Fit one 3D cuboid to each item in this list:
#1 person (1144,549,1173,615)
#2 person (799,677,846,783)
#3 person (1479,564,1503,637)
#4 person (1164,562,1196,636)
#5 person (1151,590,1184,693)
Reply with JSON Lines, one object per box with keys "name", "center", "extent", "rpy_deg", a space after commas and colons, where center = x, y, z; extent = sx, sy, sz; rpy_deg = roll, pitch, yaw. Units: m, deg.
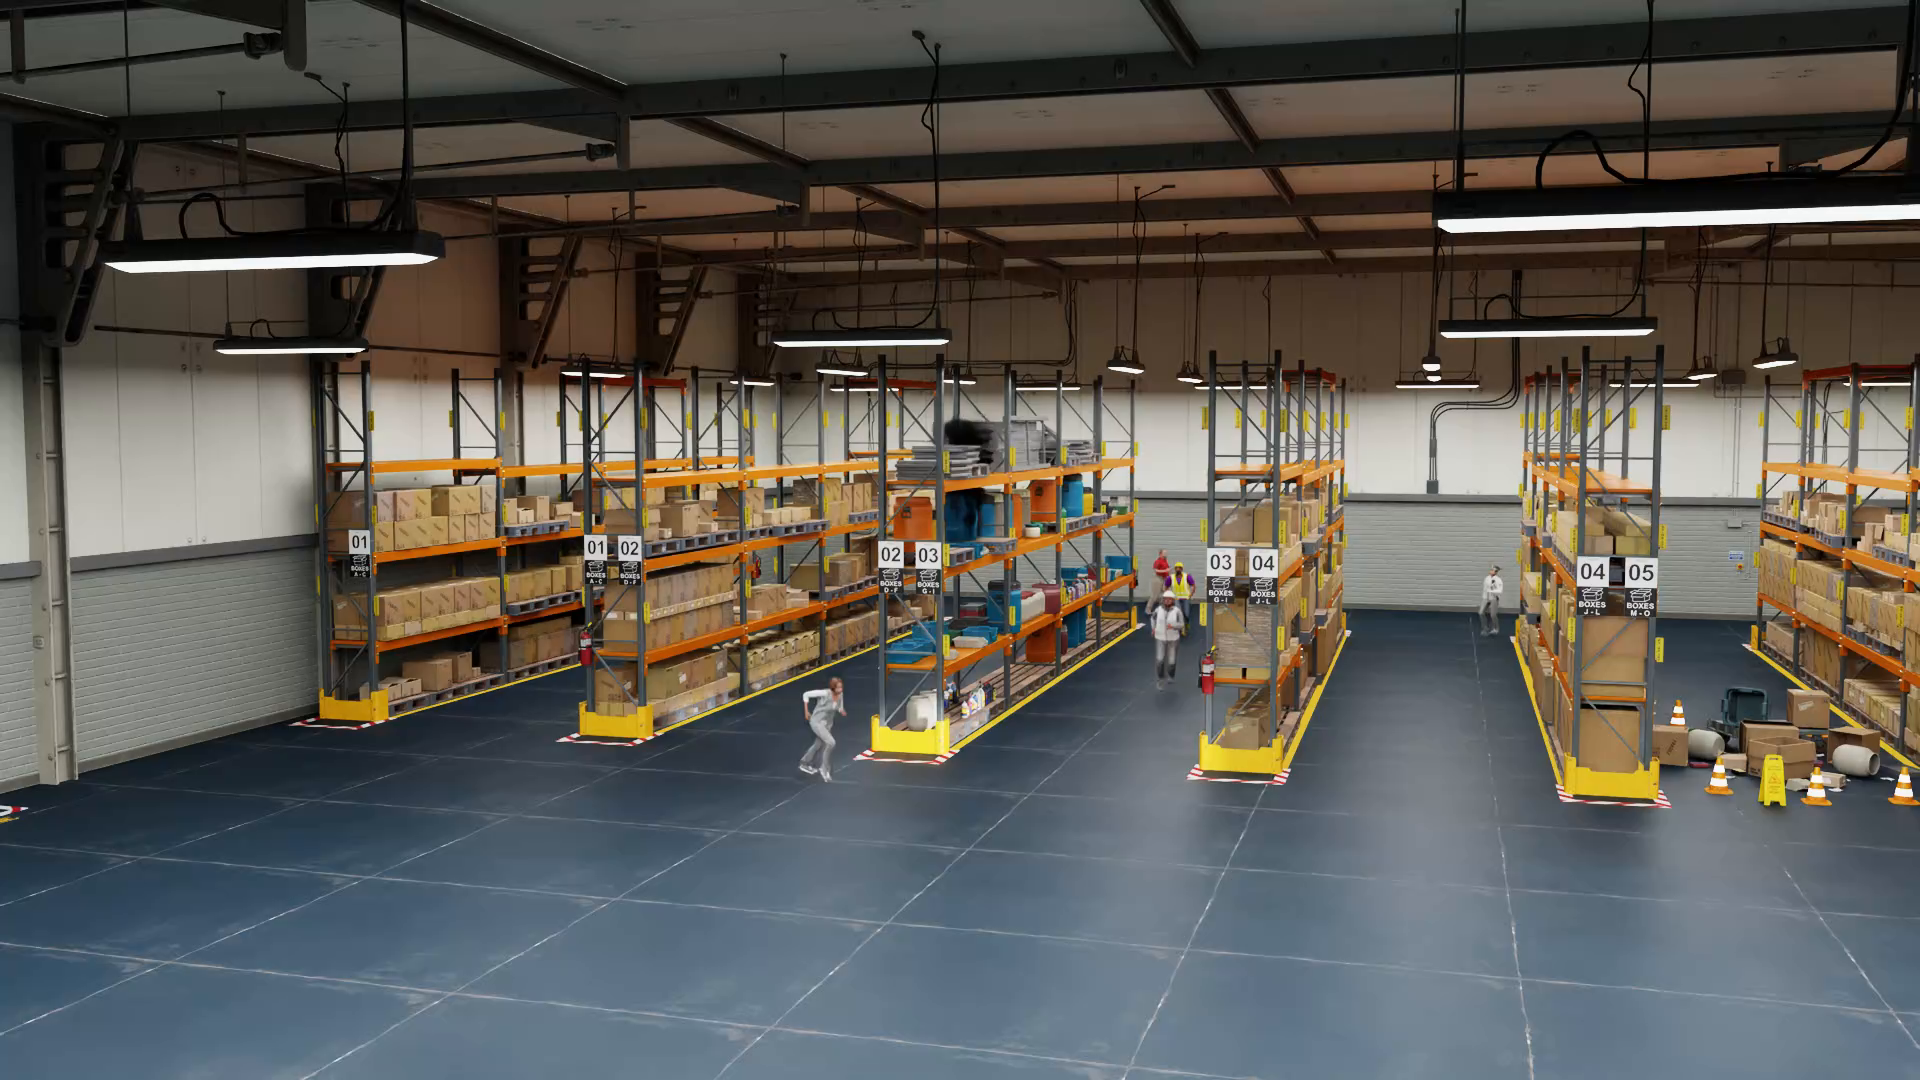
{"name": "person", "center": [5.135, 1.130, 42.487], "extent": [0.770, 1.802, 0.668], "rpy_deg": [3, 5, 37]}
{"name": "person", "center": [-1.935, 2.633, 23.108], "extent": [0.906, 1.495, 0.575], "rpy_deg": [4, 6, 43]}
{"name": "person", "center": [12.381, 1.413, 38.676], "extent": [0.678, 1.720, 0.590], "rpy_deg": [-3, 5, -40]}
{"name": "person", "center": [5.143, 1.370, 38.898], "extent": [0.728, 1.716, 0.623], "rpy_deg": [0, 4, 5]}
{"name": "person", "center": [3.710, 1.816, 29.800], "extent": [0.616, 1.826, 0.722], "rpy_deg": [1, 4, 9]}
